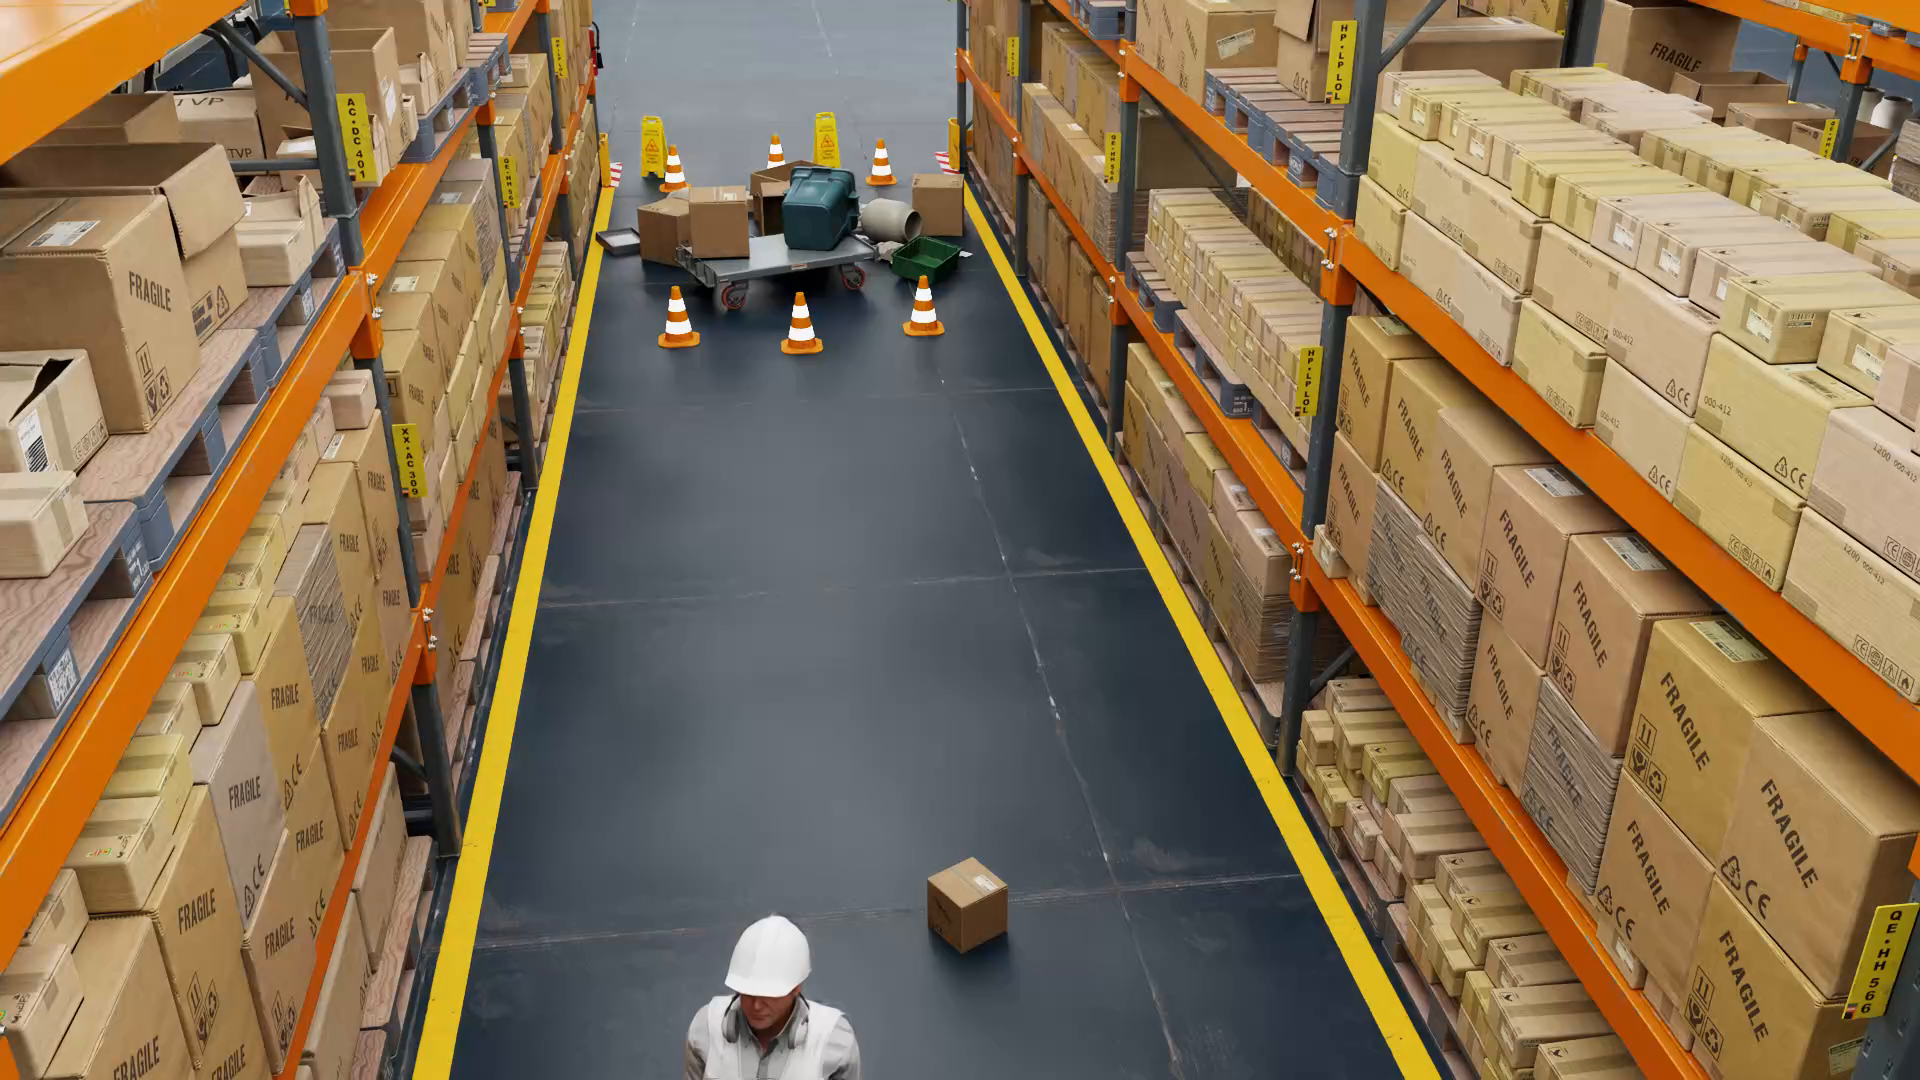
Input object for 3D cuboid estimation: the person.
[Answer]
[{"bbox_3d":[-0.542,1.847,4.924,0.528,1.754,0.606,4,27,8],"label":"person"}]
